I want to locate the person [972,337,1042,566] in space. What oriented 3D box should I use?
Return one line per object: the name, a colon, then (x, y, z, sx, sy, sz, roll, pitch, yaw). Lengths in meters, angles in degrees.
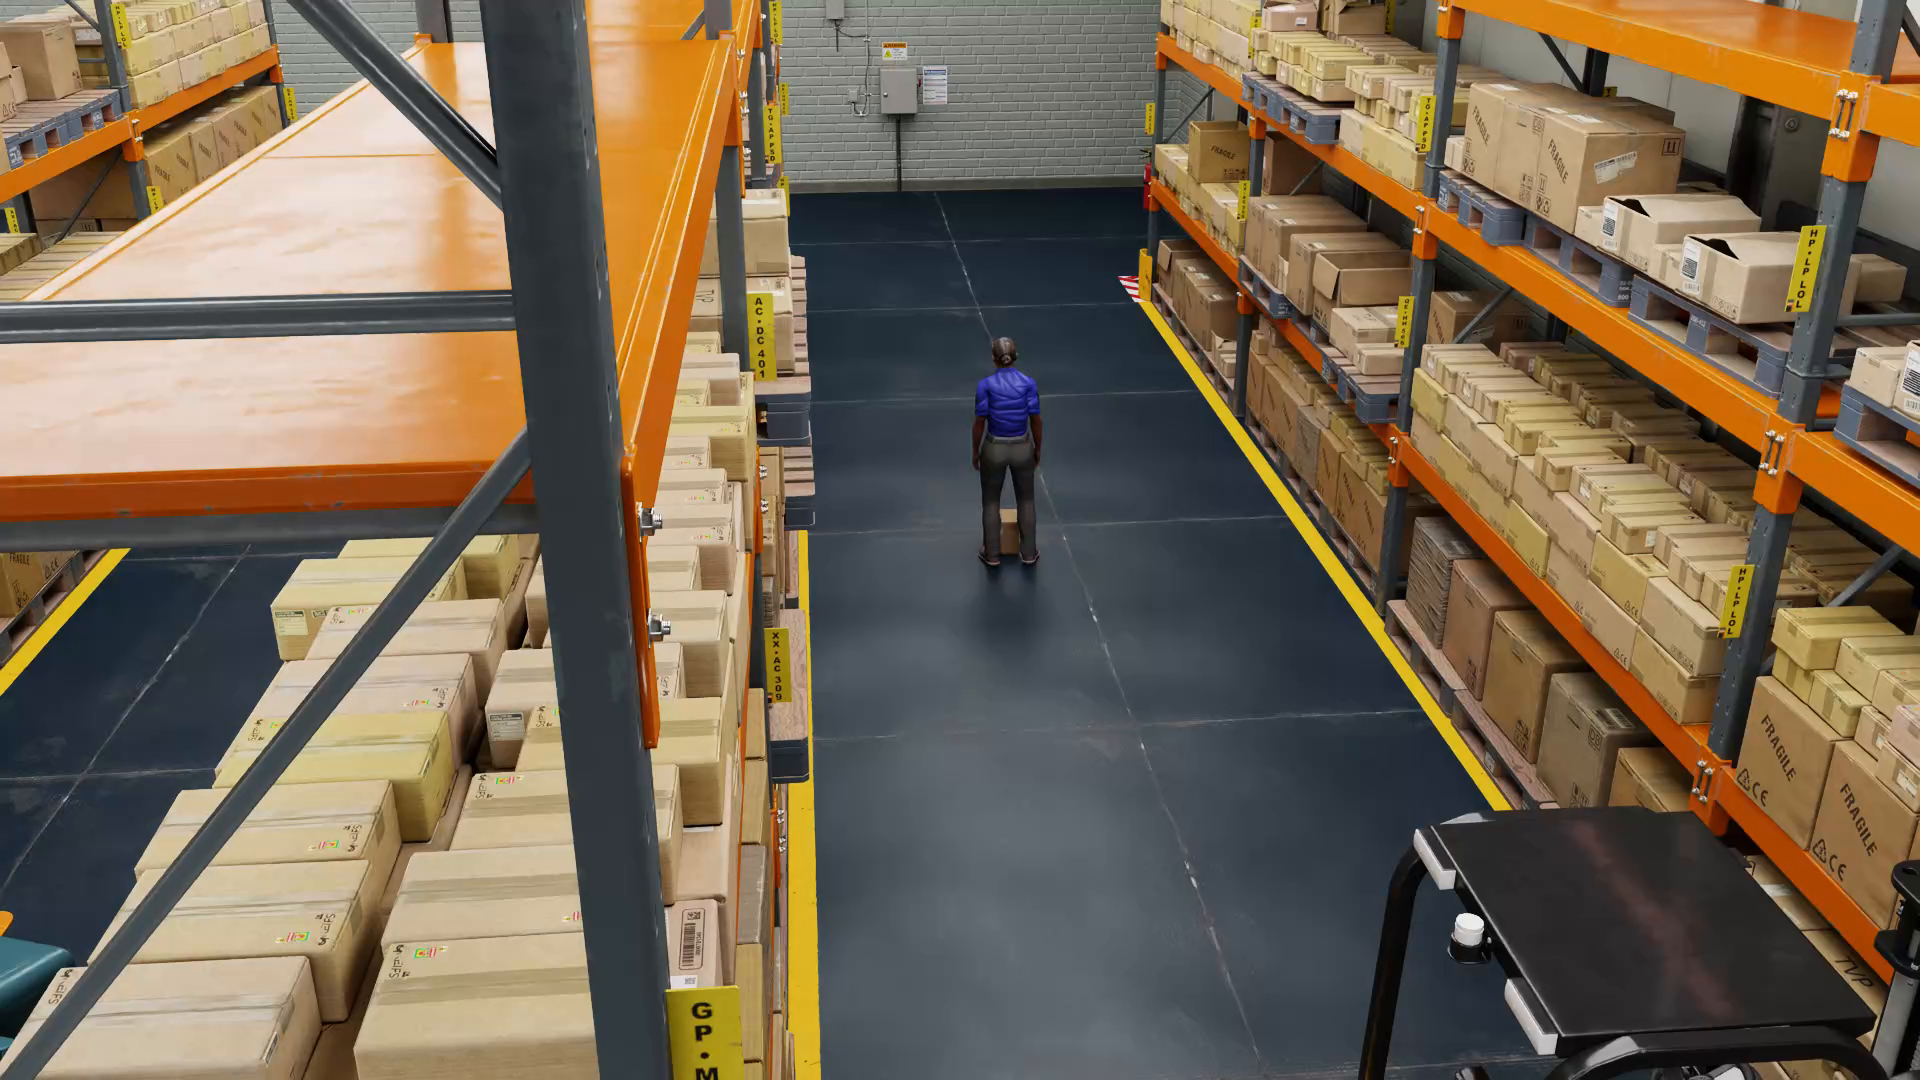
person: (0.336, -0.611, 11.692, 0.507, 1.655, 0.347, -2, 24, -5)
